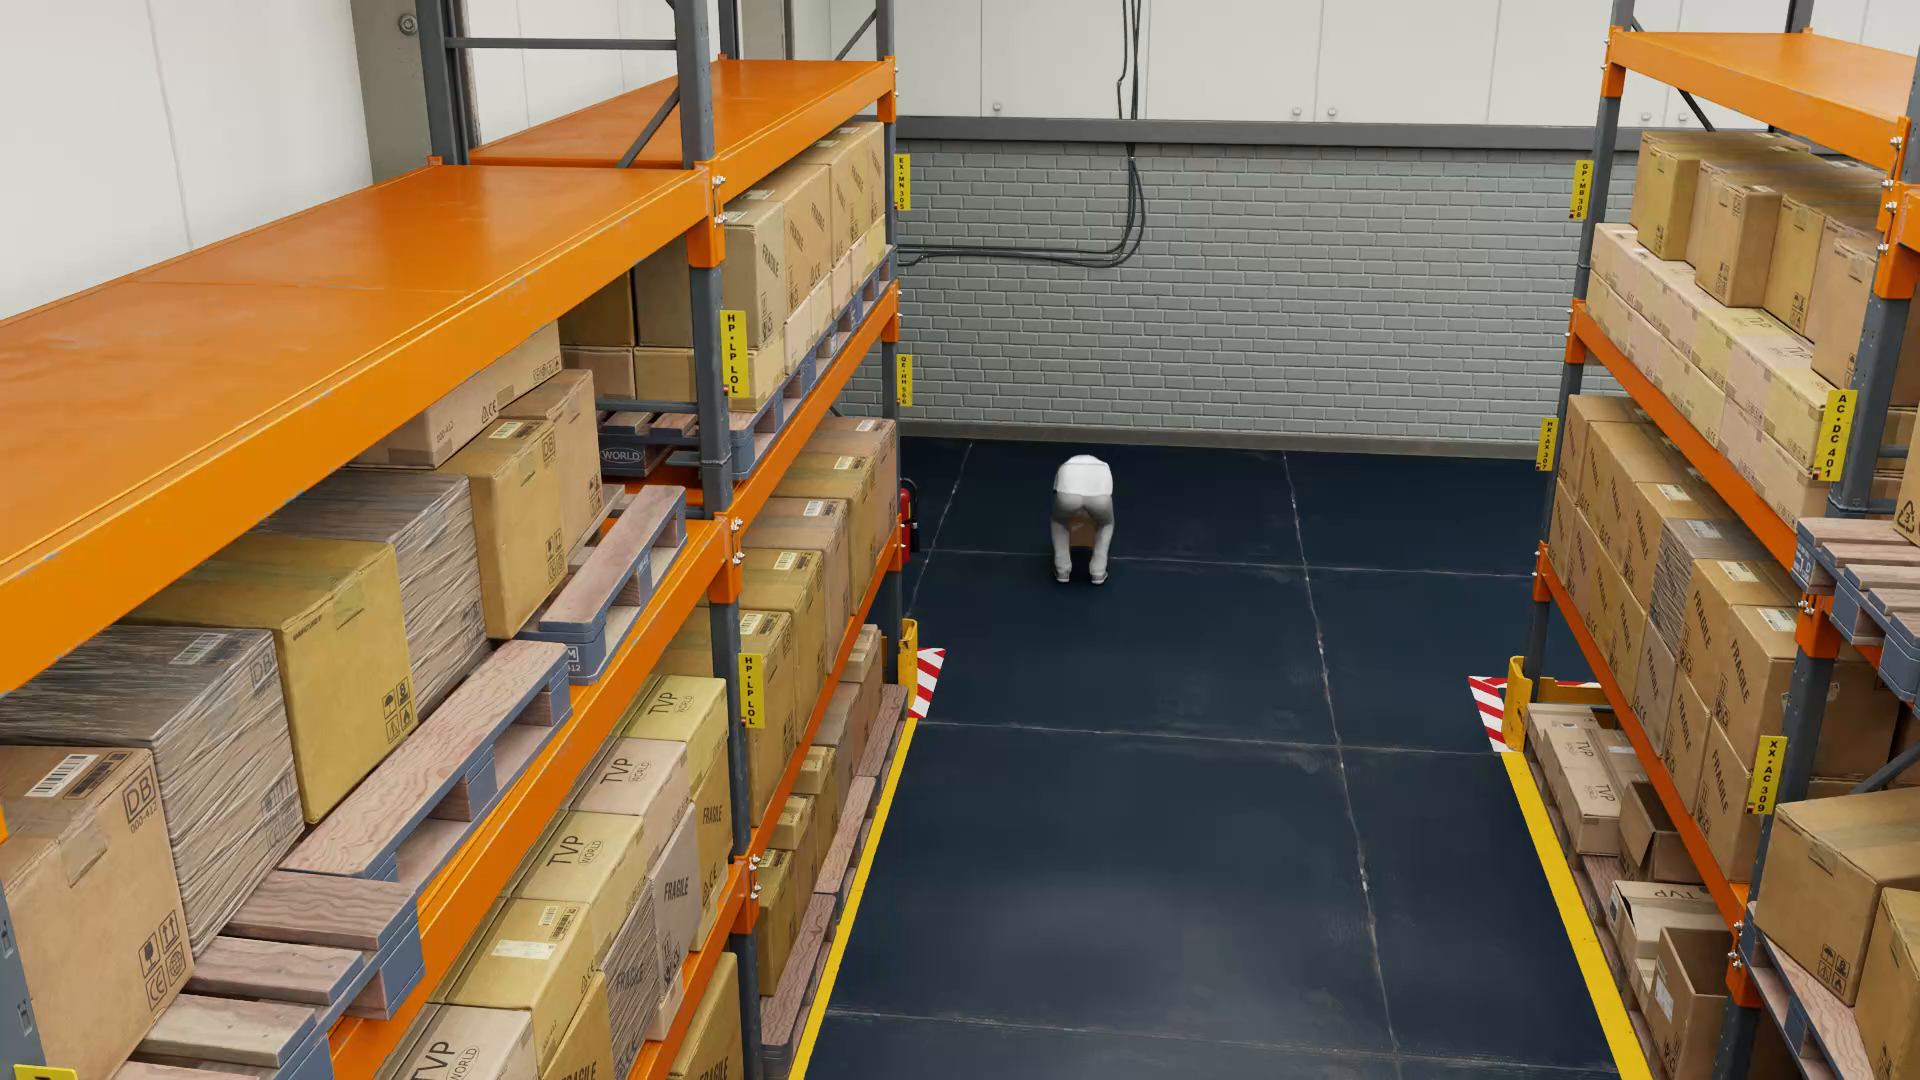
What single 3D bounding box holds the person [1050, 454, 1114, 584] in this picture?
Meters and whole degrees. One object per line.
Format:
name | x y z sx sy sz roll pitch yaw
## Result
person | 0.955 -0.221 12.977 0.503 0.990 0.945 1 21 4
